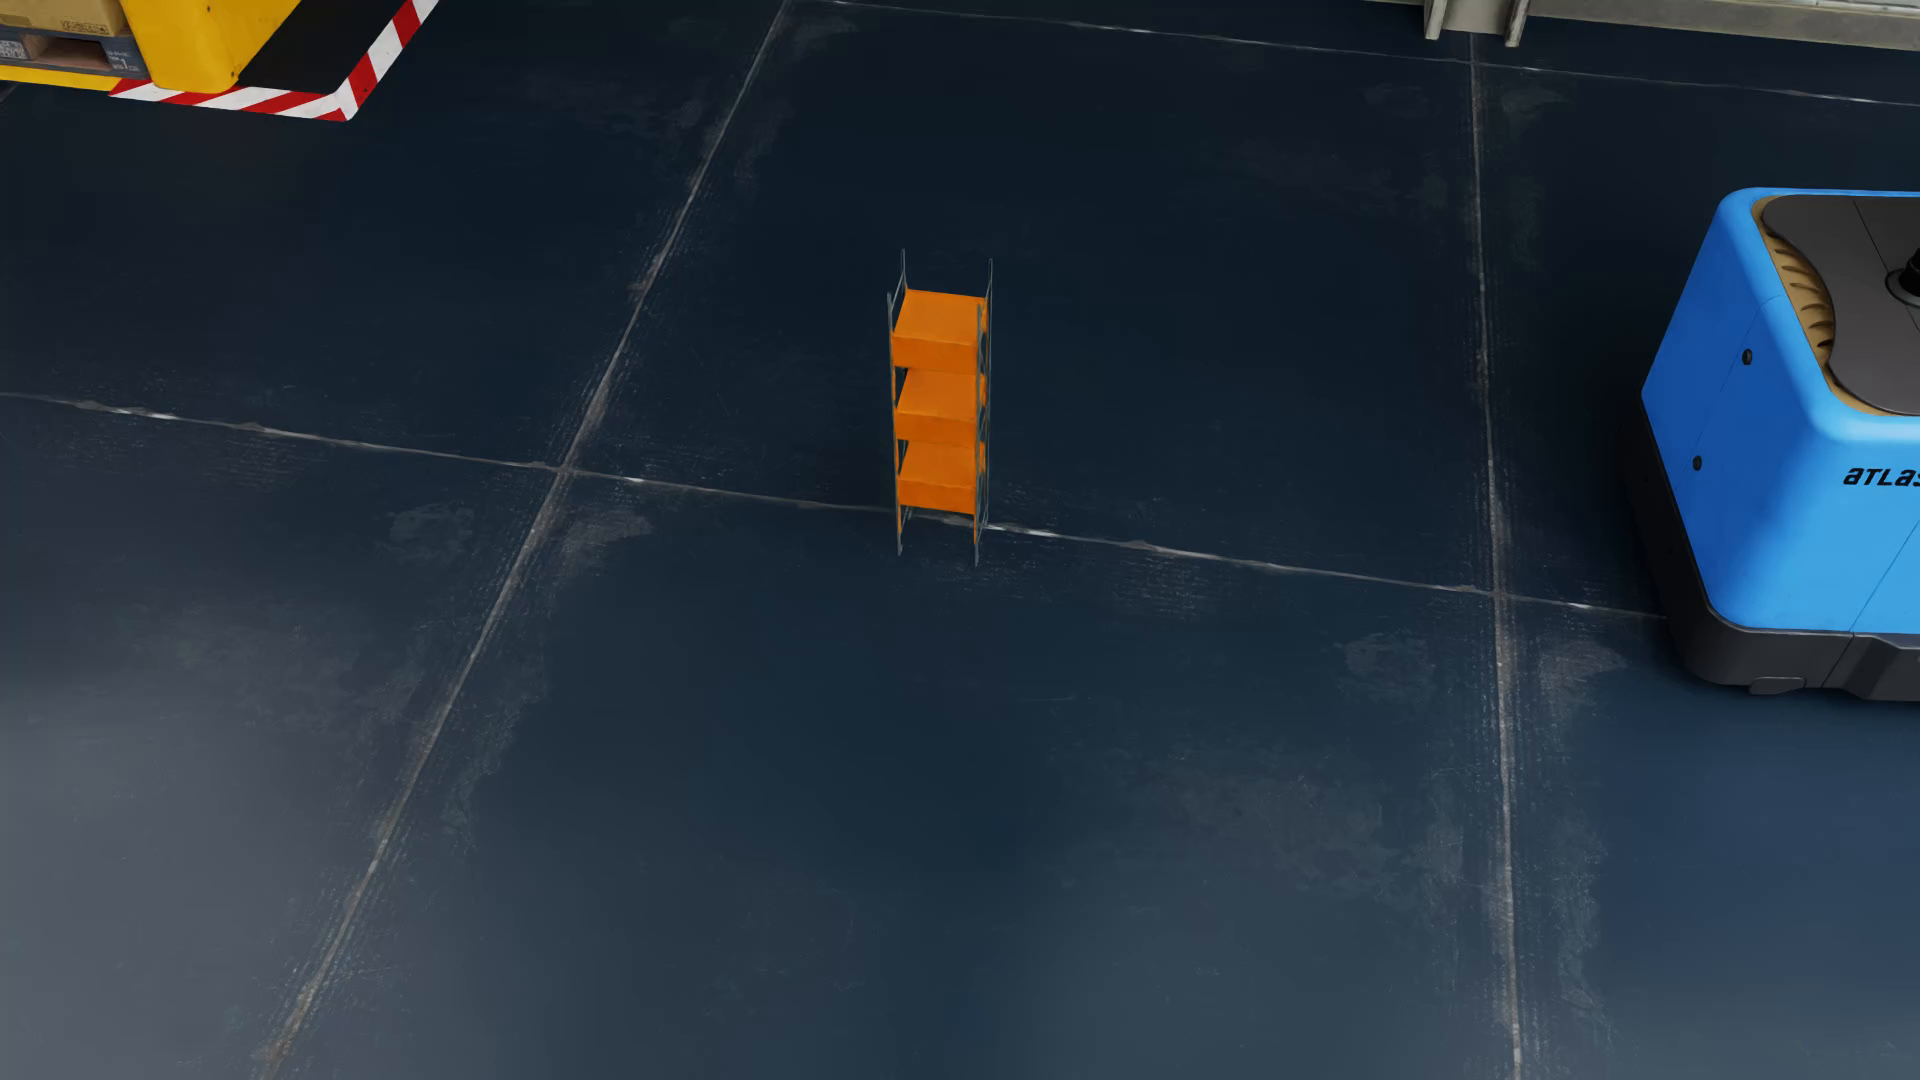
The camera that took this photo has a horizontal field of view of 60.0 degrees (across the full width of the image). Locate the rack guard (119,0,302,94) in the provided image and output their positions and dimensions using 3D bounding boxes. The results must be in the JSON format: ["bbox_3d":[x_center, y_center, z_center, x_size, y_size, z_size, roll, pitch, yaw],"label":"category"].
[{"bbox_3d":[-3.122,-2.465,7.129,0.348,0.500,1.175,8,49,7],"label":"rack guard"}]

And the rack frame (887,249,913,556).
[{"bbox_3d":[-0.173,-0.374,4.880,0.008,1.050,0.200,8,49,7],"label":"rack frame"}]

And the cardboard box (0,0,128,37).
[{"bbox_3d":[-3.664,-2.356,6.916,0.500,0.250,0.500,8,49,7],"label":"cardboard box"}]

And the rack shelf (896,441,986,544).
[{"bbox_3d":[-0.053,-0.165,5.080,0.240,0.259,0.215,8,49,7],"label":"rack shelf"}]

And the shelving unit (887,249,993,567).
[{"bbox_3d":[-0.053,-0.358,4.866,0.252,1.050,0.215,8,49,7],"label":"shelving unit"}]

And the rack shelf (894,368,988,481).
[{"bbox_3d":[-0.053,-0.351,4.874,0.240,0.259,0.215,8,49,7],"label":"rack shelf"}]

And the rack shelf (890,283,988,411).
[{"bbox_3d":[-0.053,-0.541,4.663,0.240,0.259,0.215,8,49,7],"label":"rack shelf"}]

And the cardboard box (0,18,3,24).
[{"bbox_3d":[-4.152,-2.428,6.982,0.500,0.250,0.500,8,49,7],"label":"cardboard box"}]

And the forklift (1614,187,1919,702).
[{"bbox_3d":[3.627,-0.859,4.052,3.031,2.935,1.130,2,48,2],"label":"forklift"}]

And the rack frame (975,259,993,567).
[{"bbox_3d":[0.067,-0.342,4.851,0.008,1.050,0.200,8,49,7],"label":"rack frame"}]

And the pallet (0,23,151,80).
[{"bbox_3d":[-3.905,-2.442,7.302,1.213,0.211,1.003,8,49,7],"label":"pallet"}]
